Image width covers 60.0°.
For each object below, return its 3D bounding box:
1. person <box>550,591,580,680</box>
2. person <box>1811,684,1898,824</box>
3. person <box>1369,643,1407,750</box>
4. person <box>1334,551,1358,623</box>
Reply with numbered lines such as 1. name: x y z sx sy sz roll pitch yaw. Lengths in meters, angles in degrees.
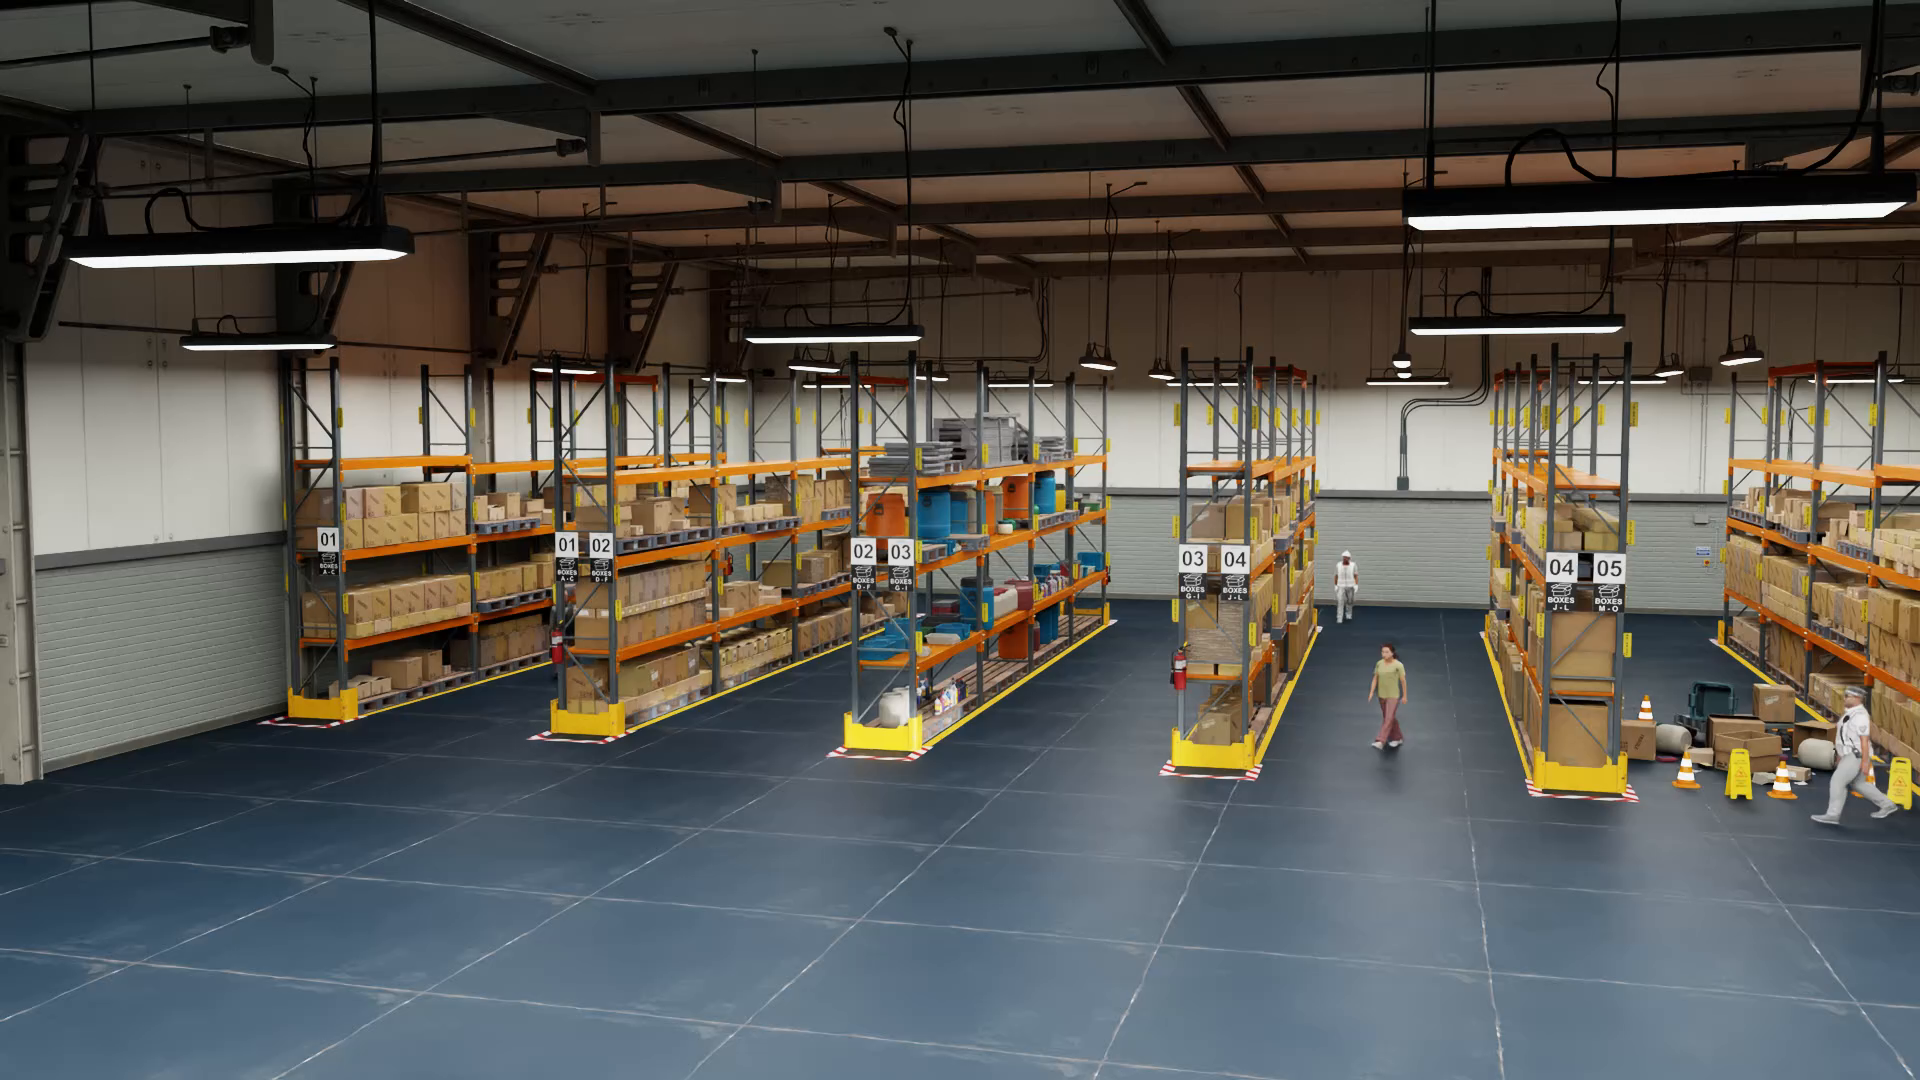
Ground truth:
1. person: -7.561 1.808 31.919 0.642 1.678 1.046 0 4 0
2. person: 11.015 2.630 20.414 1.019 1.727 0.538 1 4 15
3. person: 6.368 2.344 24.930 1.075 1.614 0.470 -4 6 -41
4. person: 9.434 1.131 40.613 0.561 1.711 1.087 1 4 11
